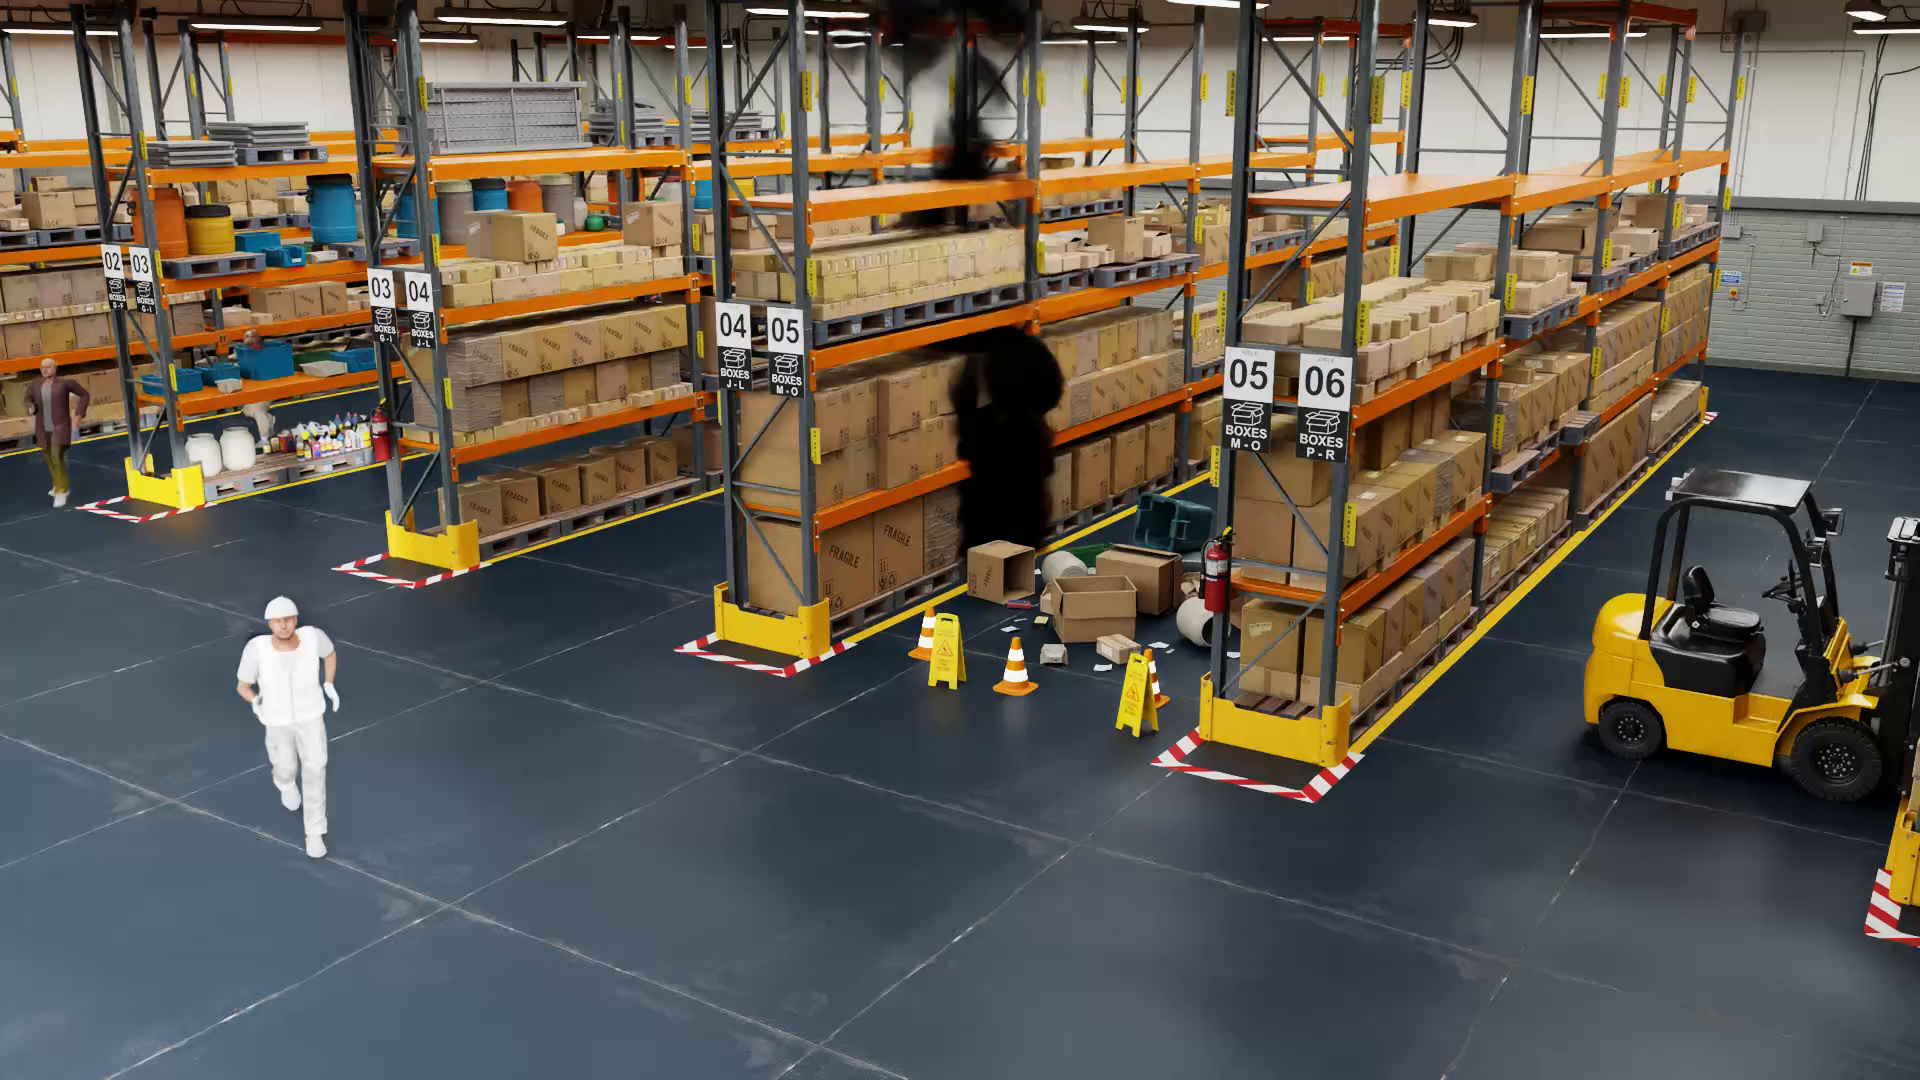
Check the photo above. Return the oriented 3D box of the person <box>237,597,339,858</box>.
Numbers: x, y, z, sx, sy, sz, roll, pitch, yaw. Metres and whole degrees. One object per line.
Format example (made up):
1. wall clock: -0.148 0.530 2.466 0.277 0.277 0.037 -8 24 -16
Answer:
1. person: -4.619 1.216 11.515 0.663 1.773 0.967 -7 17 -24

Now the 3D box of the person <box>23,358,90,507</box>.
1. person: -11.312 -1.363 20.837 0.731 1.854 0.764 -1 16 -2

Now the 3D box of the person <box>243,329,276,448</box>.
1. person: -10.090 -2.194 23.991 0.653 1.700 0.647 8 17 25
